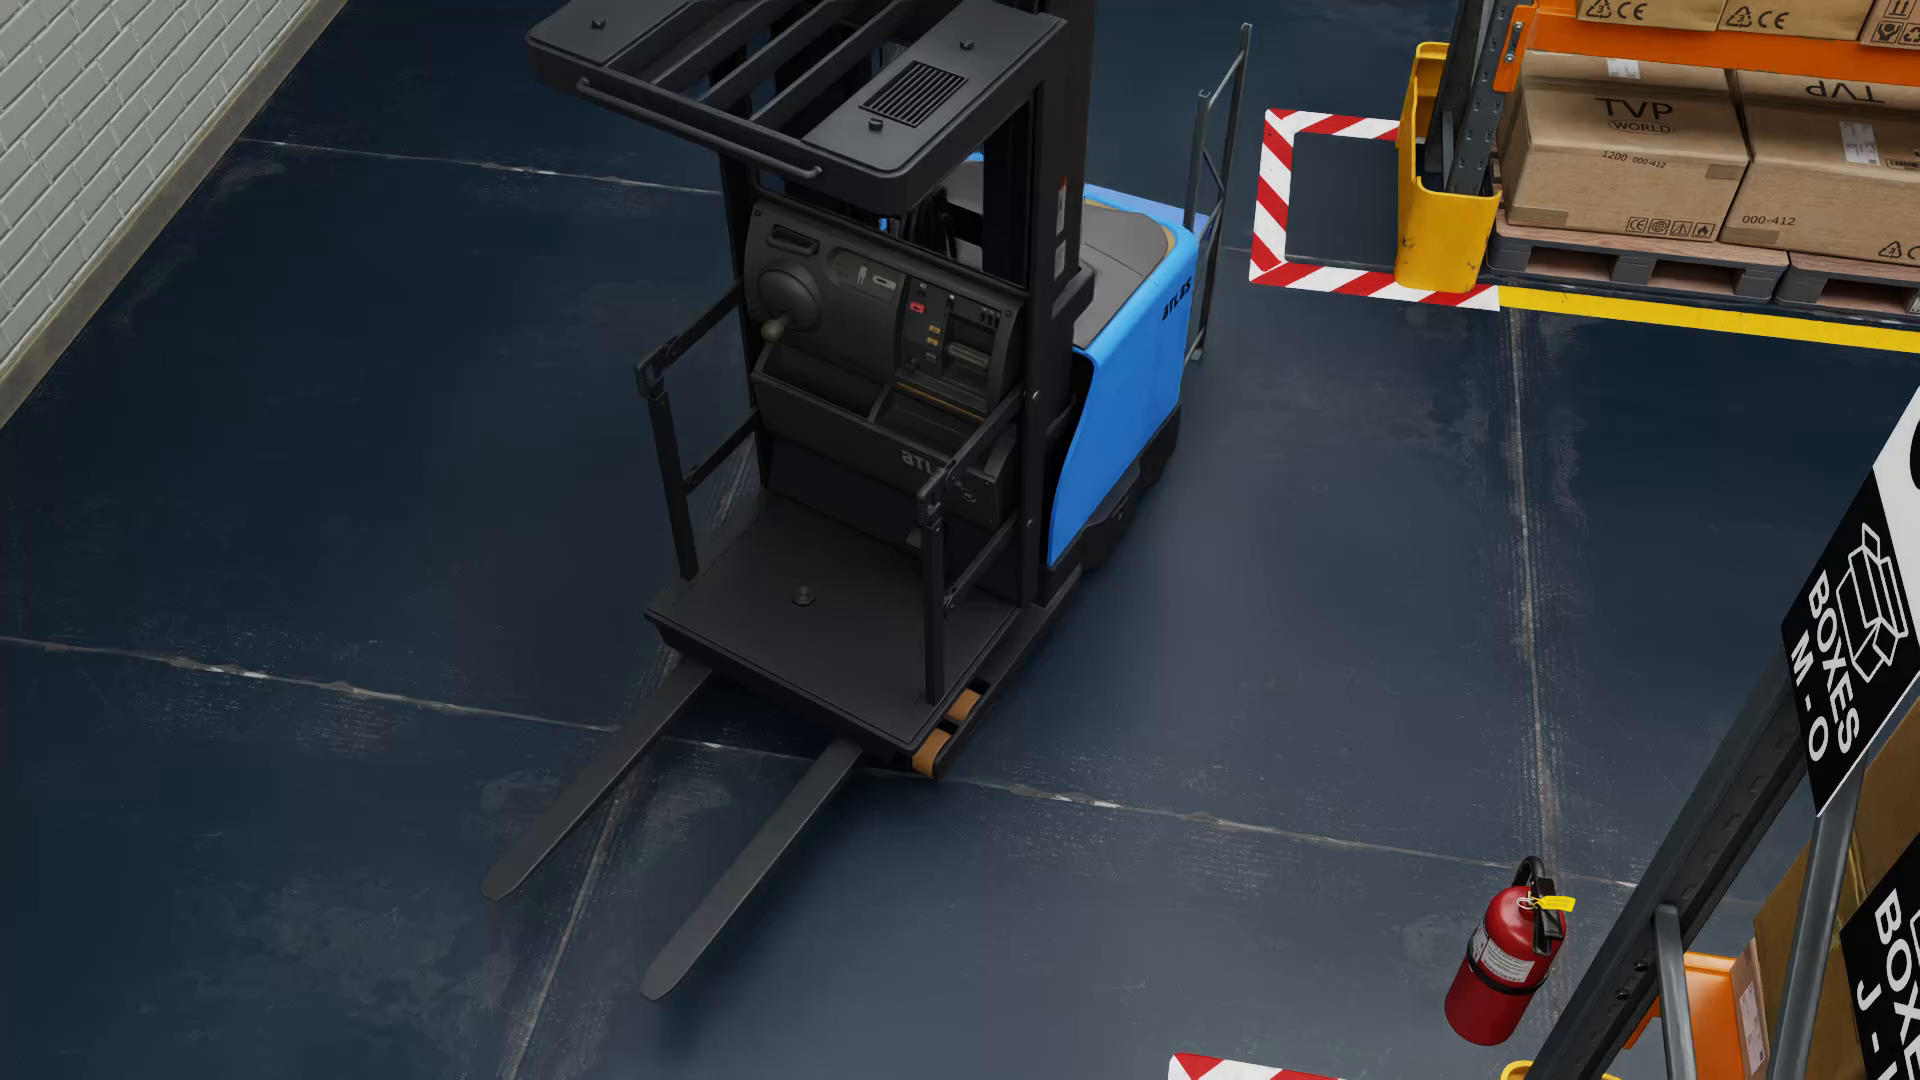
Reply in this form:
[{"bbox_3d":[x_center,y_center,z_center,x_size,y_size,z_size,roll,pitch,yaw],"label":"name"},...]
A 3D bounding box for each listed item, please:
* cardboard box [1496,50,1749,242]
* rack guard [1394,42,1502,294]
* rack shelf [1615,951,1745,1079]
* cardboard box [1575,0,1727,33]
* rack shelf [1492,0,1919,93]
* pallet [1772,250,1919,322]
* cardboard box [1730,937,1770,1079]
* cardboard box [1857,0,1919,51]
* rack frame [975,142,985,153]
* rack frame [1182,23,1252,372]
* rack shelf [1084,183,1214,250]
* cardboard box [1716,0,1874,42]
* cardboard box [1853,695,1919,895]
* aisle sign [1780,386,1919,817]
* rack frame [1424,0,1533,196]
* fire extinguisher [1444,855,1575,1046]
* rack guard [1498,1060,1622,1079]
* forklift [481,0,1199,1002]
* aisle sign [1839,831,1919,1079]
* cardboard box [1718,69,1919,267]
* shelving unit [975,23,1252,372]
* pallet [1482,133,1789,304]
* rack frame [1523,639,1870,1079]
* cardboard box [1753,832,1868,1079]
[{"bbox_3d":[2.855,-1.779,7.272,0.875,0.438,0.875,6,48,6],"label":"cardboard box"},{"bbox_3d":[2.164,-1.677,7.421,0.348,0.500,1.175,8,49,7],"label":"rack guard"},{"bbox_3d":[3.375,1.632,3.250,4.000,0.370,1.077,8,49,7],"label":"rack shelf"},{"bbox_3d":[2.609,-2.269,6.205,0.500,0.500,0.500,7,48,7],"label":"cardboard box"},{"bbox_3d":[4.156,-2.004,6.518,4.000,0.370,1.077,8,49,7],"label":"rack shelf"},{"bbox_3d":[4.185,-1.366,7.335,1.213,0.211,1.003,8,49,7],"label":"pallet"},{"bbox_3d":[1.778,1.048,3.461,0.250,0.149,0.380,8,49,7],"label":"cardboard box"},{"bbox_3d":[3.609,-2.142,6.091,0.500,0.500,0.500,7,48,7],"label":"cardboard box"},{"bbox_3d":[-0.009,-1.467,6.560,0.032,1.500,0.500,19,51,16],"label":"rack frame"},{"bbox_3d":[0.916,-1.153,6.278,0.032,1.500,0.500,19,51,16],"label":"rack frame"},{"bbox_3d":[0.453,-1.190,6.553,1.000,0.185,0.538,19,51,16],"label":"rack shelf"},{"bbox_3d":[3.112,-2.222,6.163,0.500,0.500,0.500,7,48,6],"label":"cardboard box"},{"bbox_3d":[1.901,0.539,2.810,0.500,0.500,0.500,7,48,6],"label":"cardboard box"},{"bbox_3d":[1.388,0.029,2.459,0.004,0.787,0.394,8,49,7],"label":"aisle sign"},{"bbox_3d":[2.188,-2.509,6.488,0.127,3.000,1.000,8,49,7],"label":"rack frame"},{"bbox_3d":[1.241,0.907,3.721,0.183,0.674,0.296,8,49,7],"label":"fire extinguisher"},{"bbox_3d":[1.481,1.973,4.141,0.348,0.500,1.175,8,49,7],"label":"rack guard"},{"bbox_3d":[-0.359,-0.594,4.814,1.130,2.935,3.031,25,53,21],"label":"forklift"},{"bbox_3d":[1.281,0.468,2.065,0.004,0.787,0.394,8,49,7],"label":"aisle sign"},{"bbox_3d":[3.757,-1.664,7.169,0.875,0.438,0.875,9,49,8],"label":"cardboard box"},{"bbox_3d":[0.453,-1.310,6.419,1.048,1.500,0.538,19,51,16],"label":"shelving unit"},{"bbox_3d":[2.988,-1.529,7.482,1.213,0.211,1.003,8,49,7],"label":"pallet"},{"bbox_3d":[1.406,1.130,3.218,0.053,2.616,0.949,8,49,7],"label":"rack frame"},{"bbox_3d":[1.895,0.866,3.188,0.500,0.500,0.500,9,49,8],"label":"cardboard box"}]
